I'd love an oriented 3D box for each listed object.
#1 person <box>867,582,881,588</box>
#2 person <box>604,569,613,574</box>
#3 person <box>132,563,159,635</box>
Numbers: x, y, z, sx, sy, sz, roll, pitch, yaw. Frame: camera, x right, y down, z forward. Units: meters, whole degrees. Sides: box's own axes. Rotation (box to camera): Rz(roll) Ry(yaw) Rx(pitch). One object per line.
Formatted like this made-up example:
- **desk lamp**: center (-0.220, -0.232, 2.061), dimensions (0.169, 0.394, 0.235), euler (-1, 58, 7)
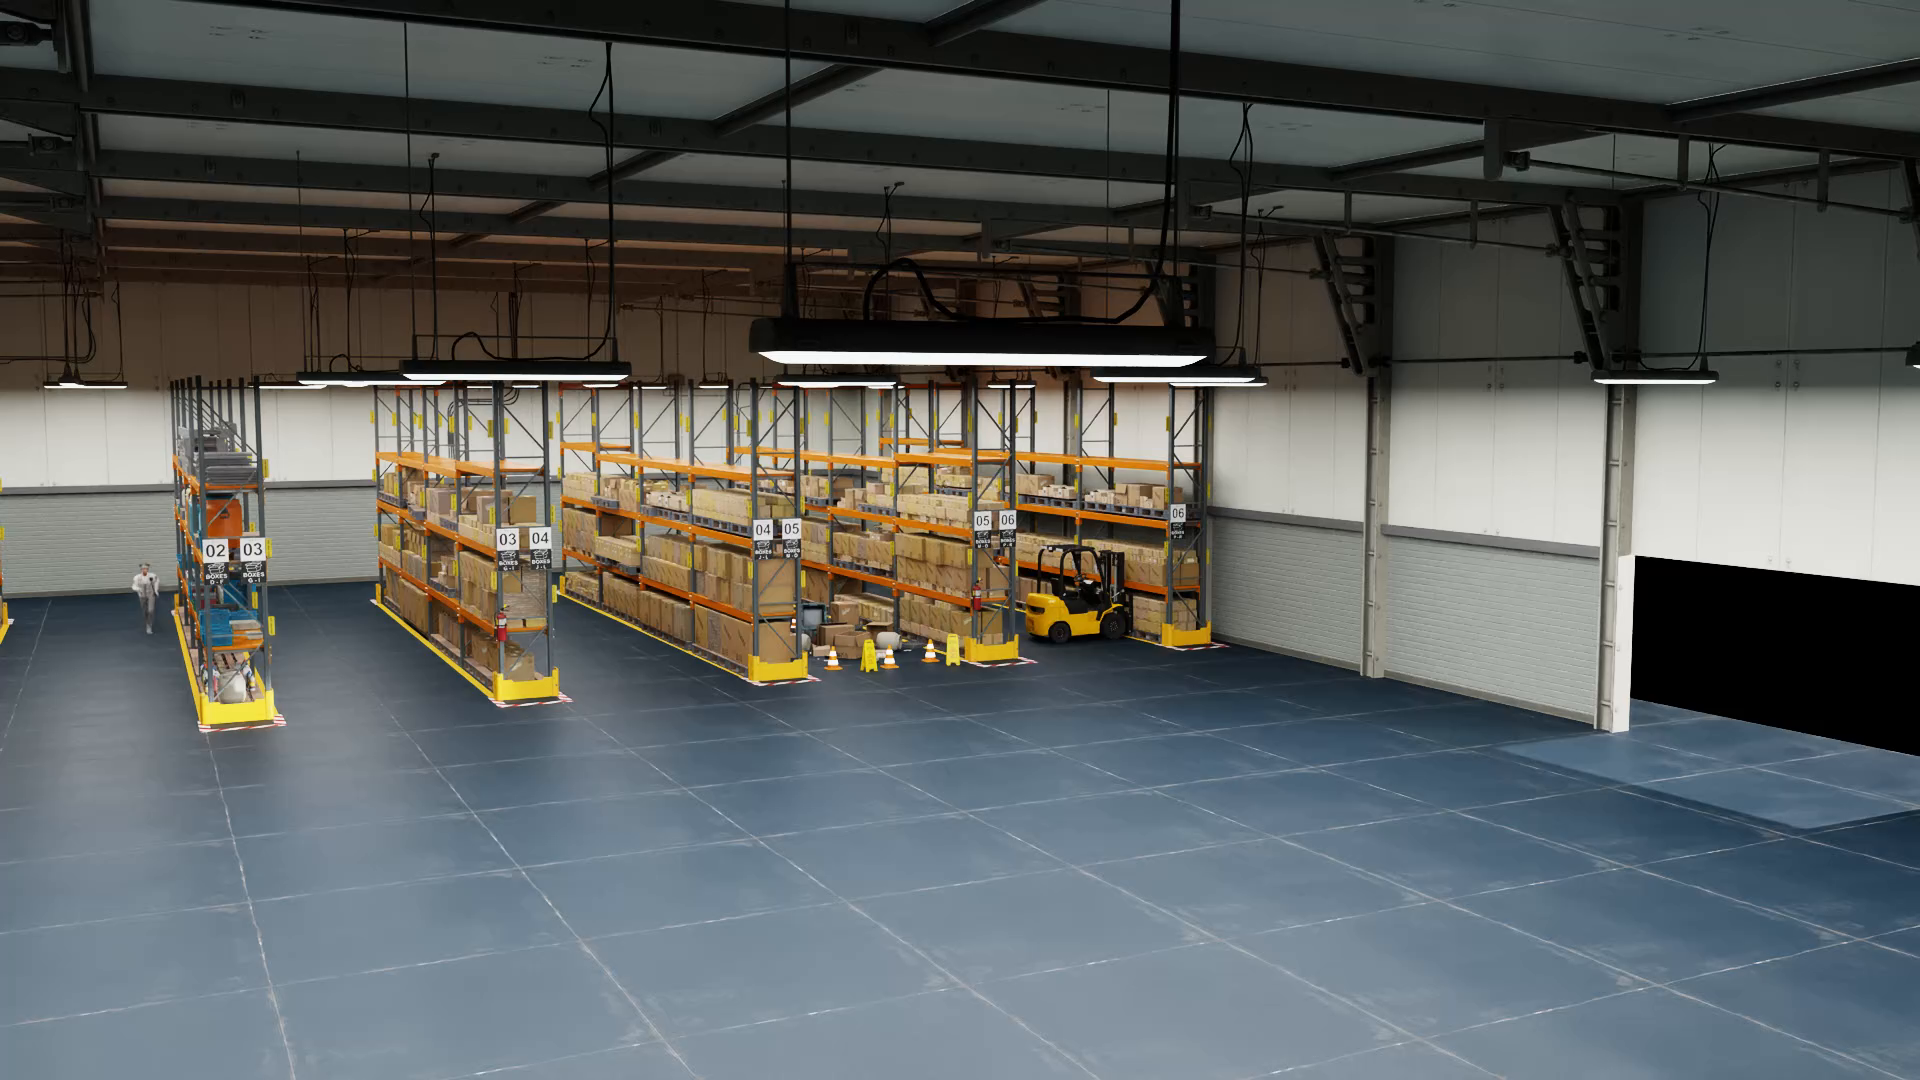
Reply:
- **person**: center (-2.485, 0.536, 46.634), dimensions (0.654, 1.614, 1.041), euler (-2, 5, -22)
- **person**: center (-10.264, 0.495, 49.308), dimensions (0.735, 1.724, 0.836), euler (3, 6, 30)
- **person**: center (-19.355, 1.366, 39.561), dimensions (0.535, 1.686, 0.919), euler (-1, 5, -15)
